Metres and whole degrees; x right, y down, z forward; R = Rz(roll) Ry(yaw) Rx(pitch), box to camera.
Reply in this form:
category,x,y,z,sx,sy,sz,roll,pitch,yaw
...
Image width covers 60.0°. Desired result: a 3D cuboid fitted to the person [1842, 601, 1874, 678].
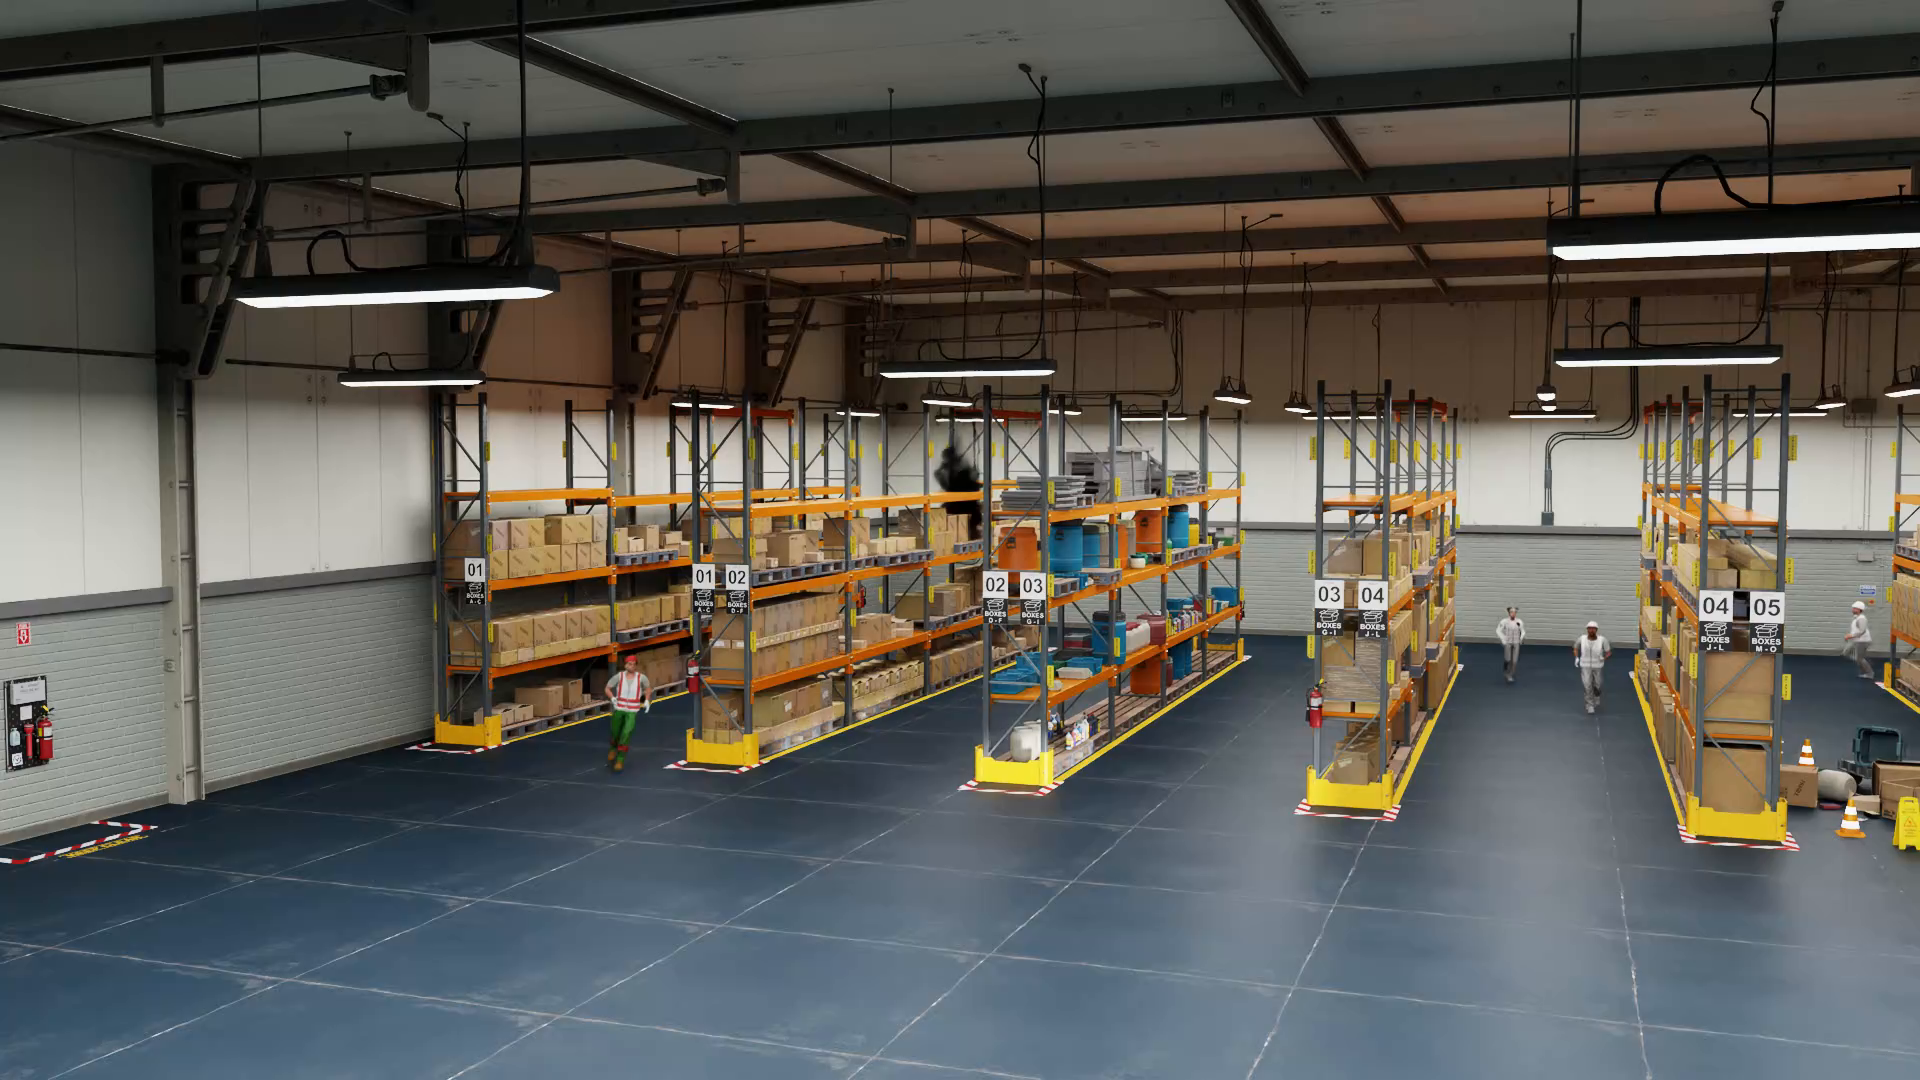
category,x,y,z,sx,sy,sz,roll,pitch,yaw
person,19.801,2.196,36.603,0.654,1.692,0.606,1,3,14

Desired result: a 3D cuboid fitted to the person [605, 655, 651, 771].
category,x,y,z,sx,sy,sz,roll,pitch,yaw
person,-5.264,2.702,26.338,0.717,1.756,0.985,0,3,-9

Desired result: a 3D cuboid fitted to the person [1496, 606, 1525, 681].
category,x,y,z,sx,sy,sz,roll,pitch,yaw
person,11.968,2.250,36.064,0.593,1.641,0.526,0,3,7

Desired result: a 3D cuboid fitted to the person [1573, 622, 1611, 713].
category,x,y,z,sx,sy,sz,roll,pitch,yaw
person,12.112,2.431,31.880,0.683,1.746,0.730,1,3,24
